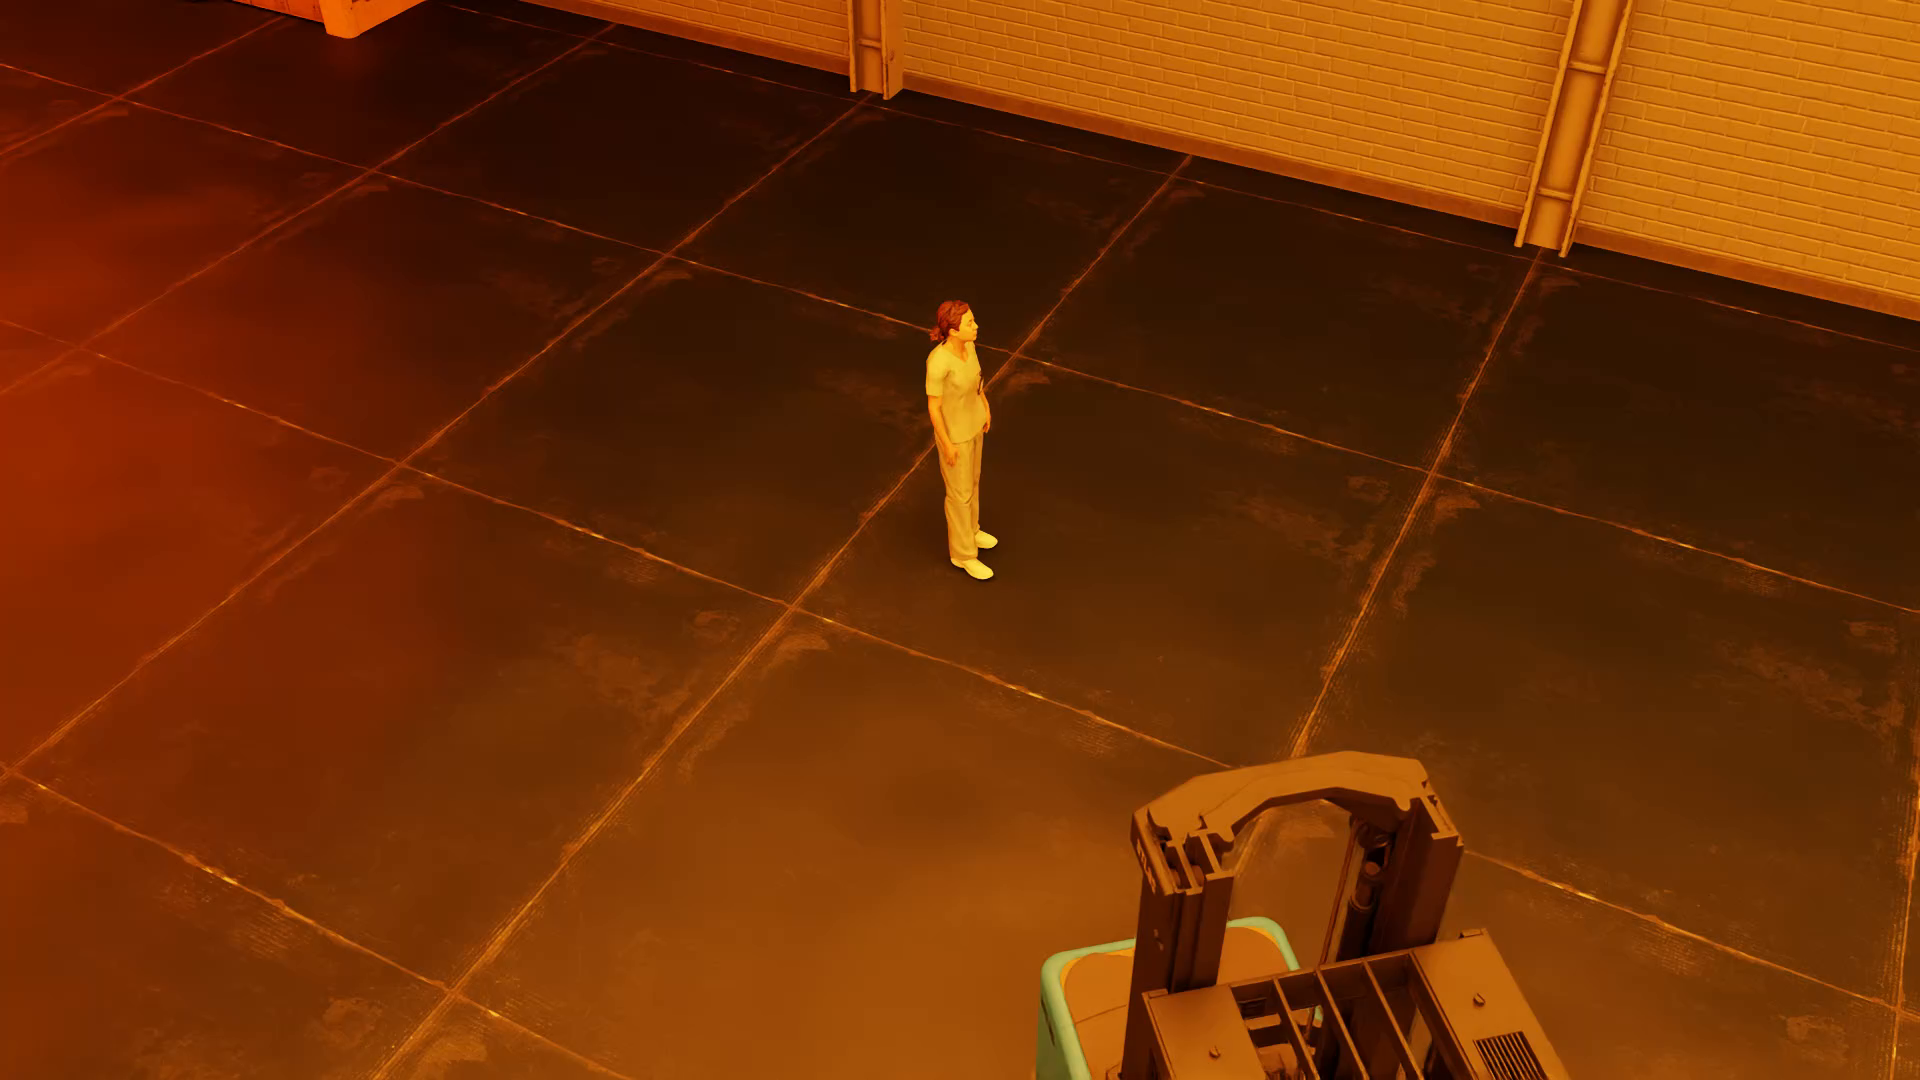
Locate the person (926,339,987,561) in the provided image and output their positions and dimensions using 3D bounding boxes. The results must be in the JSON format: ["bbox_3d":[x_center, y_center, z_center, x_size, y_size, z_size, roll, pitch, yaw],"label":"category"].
[{"bbox_3d":[0.023,-0.563,9.760,0.393,1.362,0.517,18,43,21],"label":"person"}]

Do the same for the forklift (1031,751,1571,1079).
[{"bbox_3d":[1.121,2.219,5.352,1.130,2.935,3.031,-8,41,-9],"label":"forklift"}]
